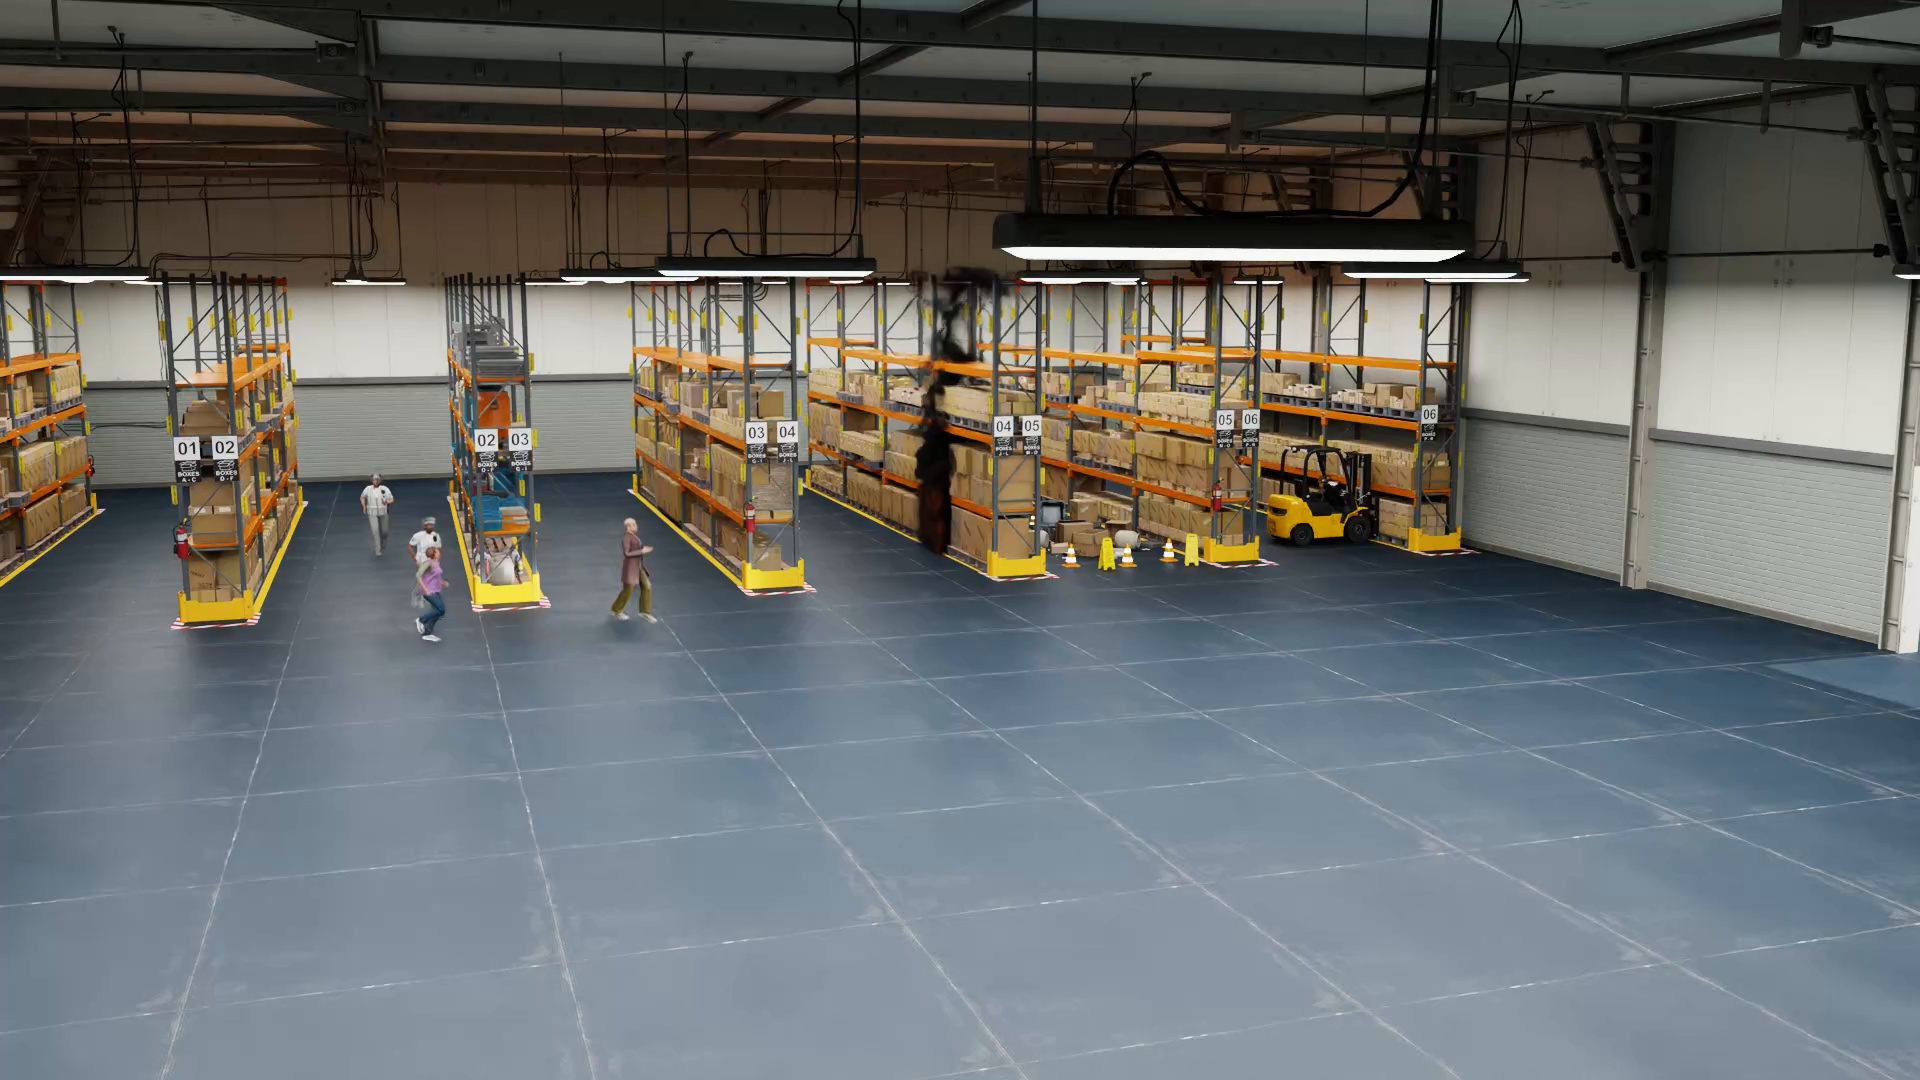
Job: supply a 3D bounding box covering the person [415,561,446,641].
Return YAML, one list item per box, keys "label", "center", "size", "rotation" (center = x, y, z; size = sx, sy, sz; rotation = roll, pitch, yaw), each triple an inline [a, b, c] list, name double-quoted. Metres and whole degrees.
- label: "person"
  center: [-8.653, 0.985, 27.238]
  size: [0.495, 1.332, 0.548]
  rotation: [0, 9, 1]

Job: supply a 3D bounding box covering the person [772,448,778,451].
- label: "person"
  center: [-5.007, -2.061, 46.054]
  size: [0.699, 1.727, 0.665]
  rotation: [-2, 9, -16]

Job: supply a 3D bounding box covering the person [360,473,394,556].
- label: "person"
  center: [-12.609, -0.581, 36.014]
  size: [0.673, 1.755, 0.944]
  rotation: [-4, 9, -23]

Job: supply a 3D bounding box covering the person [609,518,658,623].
- label: "person"
  center: [-5.632, 0.539, 28.591]
  size: [0.806, 1.841, 0.692]
  rotation: [2, 9, 11]

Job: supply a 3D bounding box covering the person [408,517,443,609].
- label: "person"
  center: [-9.588, 0.411, 29.957]
  size: [0.604, 1.646, 0.521]
  rotation: [-8, 12, -43]
